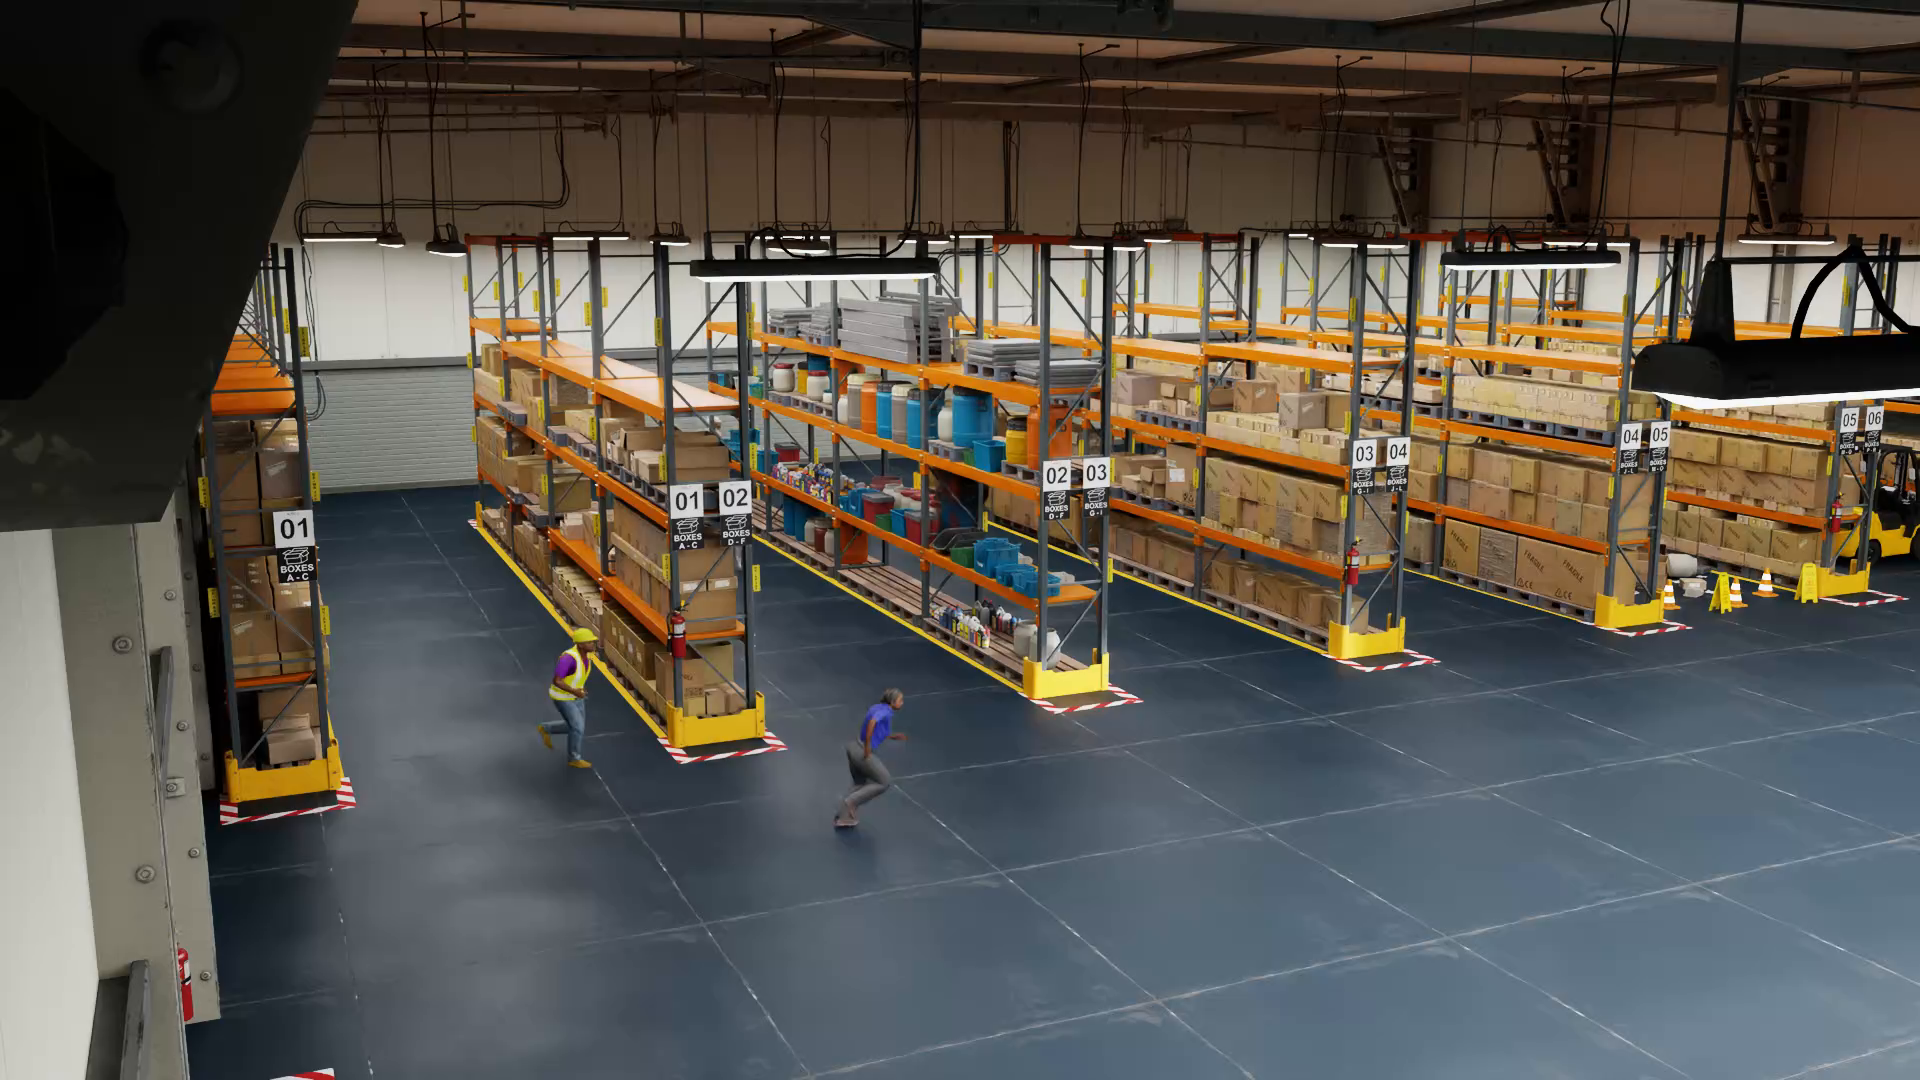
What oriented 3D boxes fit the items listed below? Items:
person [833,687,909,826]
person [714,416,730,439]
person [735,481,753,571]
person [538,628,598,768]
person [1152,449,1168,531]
[{"bbox_3d":[-0.917,2.370,17.438,0.839,1.327,0.610,-3,11,-15],"label":"person"},{"bbox_3d":[-5.685,-1.980,38.481,1.000,1.768,0.667,-4,12,-19],"label":"person"},{"bbox_3d":[-4.054,-0.309,30.420,0.546,1.605,0.857,-4,12,-19],"label":"person"},{"bbox_3d":[-4.574,1.838,19.328,0.835,1.693,0.691,4,12,19],"label":"person"},{"bbox_3d":[4.006,-1.003,33.828,0.594,1.739,0.845,-5,12,-26],"label":"person"}]
